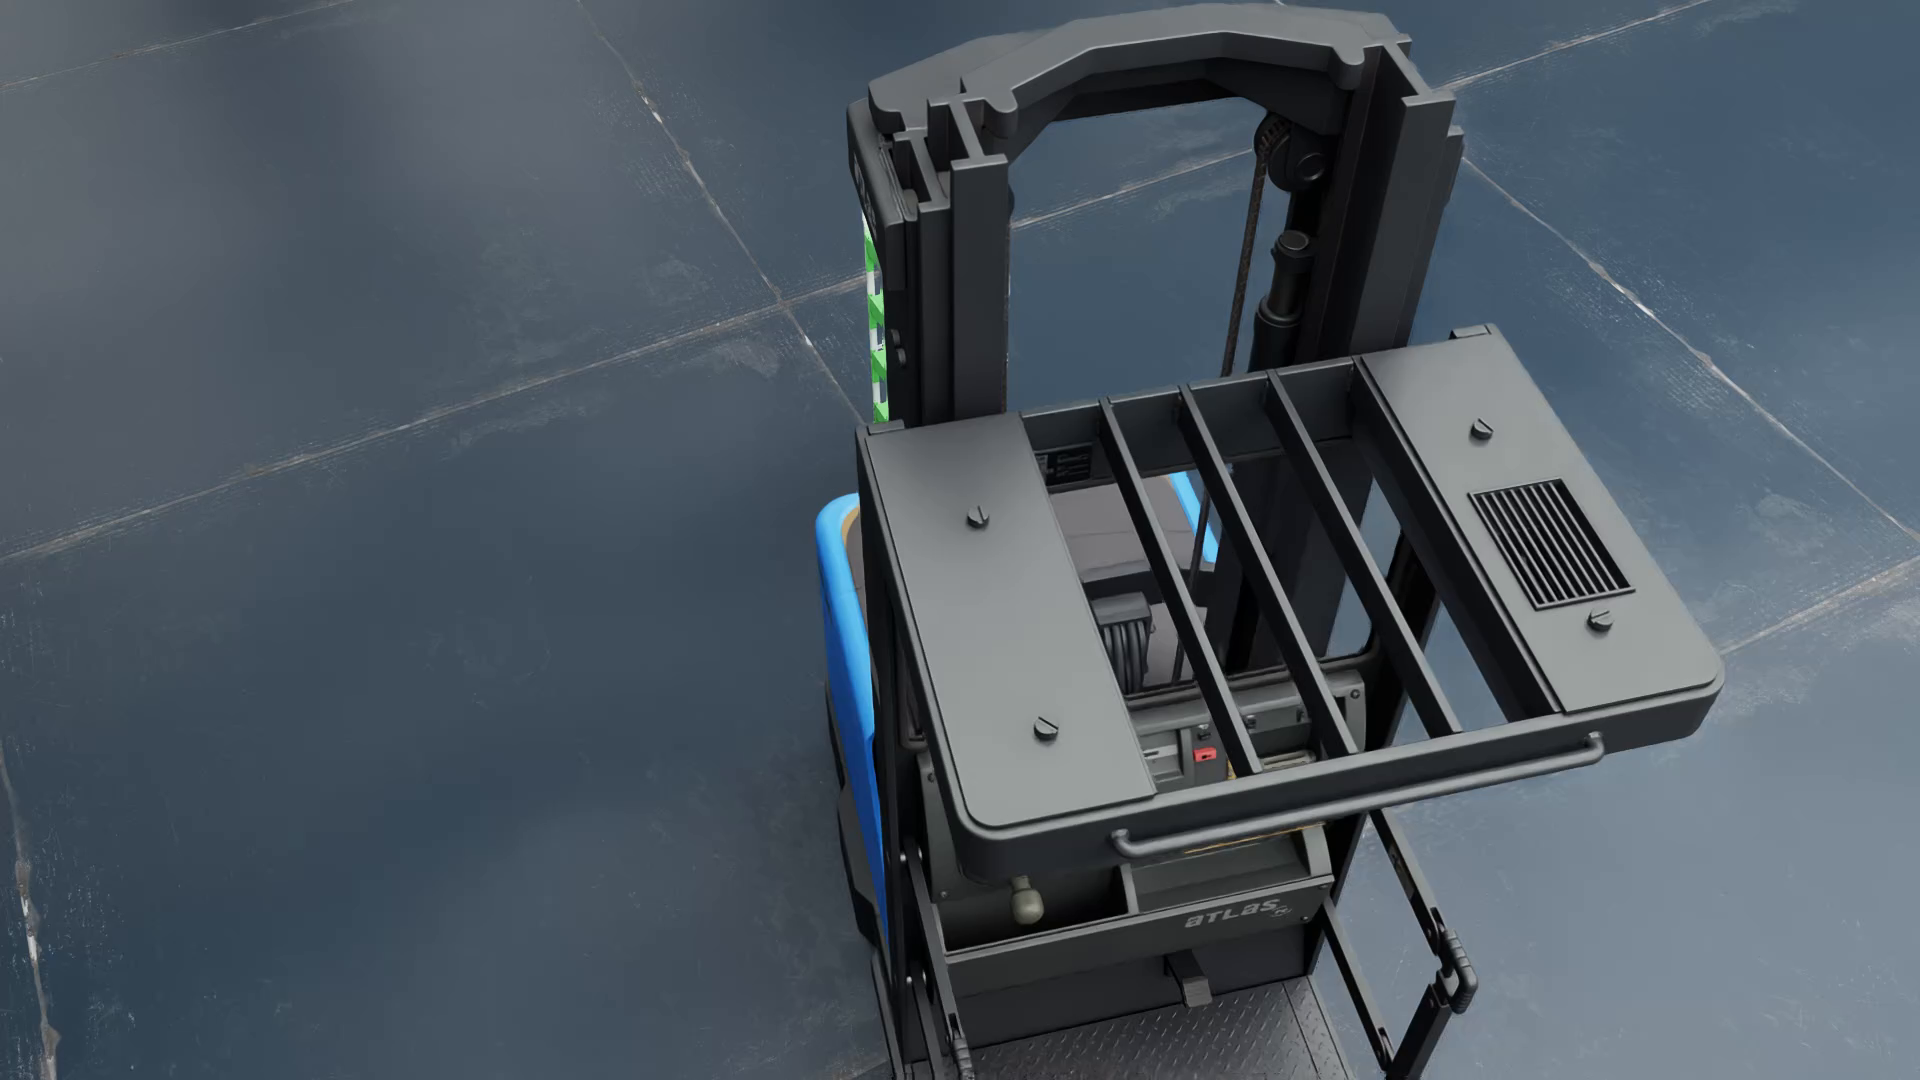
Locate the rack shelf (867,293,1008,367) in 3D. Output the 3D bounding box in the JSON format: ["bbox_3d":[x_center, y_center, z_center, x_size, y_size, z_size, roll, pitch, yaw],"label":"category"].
[{"bbox_3d":[-0.076,-0.622,5.263,0.258,0.148,0.480,-21,52,-18],"label":"rack shelf"}]

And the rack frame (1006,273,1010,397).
[{"bbox_3d":[0.036,-0.342,5.252,0.240,1.200,0.015,-21,52,-18],"label":"rack frame"}]

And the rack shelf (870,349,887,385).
[{"bbox_3d":[-0.076,-0.464,5.443,0.258,0.148,0.480,-21,52,-18],"label":"rack shelf"}]

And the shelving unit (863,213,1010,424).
[{"bbox_3d":[-0.076,-0.506,5.395,0.258,1.200,0.503,-21,52,-18],"label":"shelving unit"}]

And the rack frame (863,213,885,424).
[{"bbox_3d":[-0.187,-0.669,5.538,0.240,1.200,0.015,-21,52,-18],"label":"rack frame"}]

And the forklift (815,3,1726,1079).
[{"bbox_3d":[0.432,0.631,3.251,1.130,2.935,3.031,-10,50,-9],"label":"forklift"}]

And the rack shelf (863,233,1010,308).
[{"bbox_3d":[-0.076,-0.780,5.082,0.258,0.148,0.480,-21,52,-18],"label":"rack shelf"}]

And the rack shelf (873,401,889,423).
[{"bbox_3d":[-0.076,-0.306,5.624,0.258,0.148,0.480,-21,52,-18],"label":"rack shelf"}]
